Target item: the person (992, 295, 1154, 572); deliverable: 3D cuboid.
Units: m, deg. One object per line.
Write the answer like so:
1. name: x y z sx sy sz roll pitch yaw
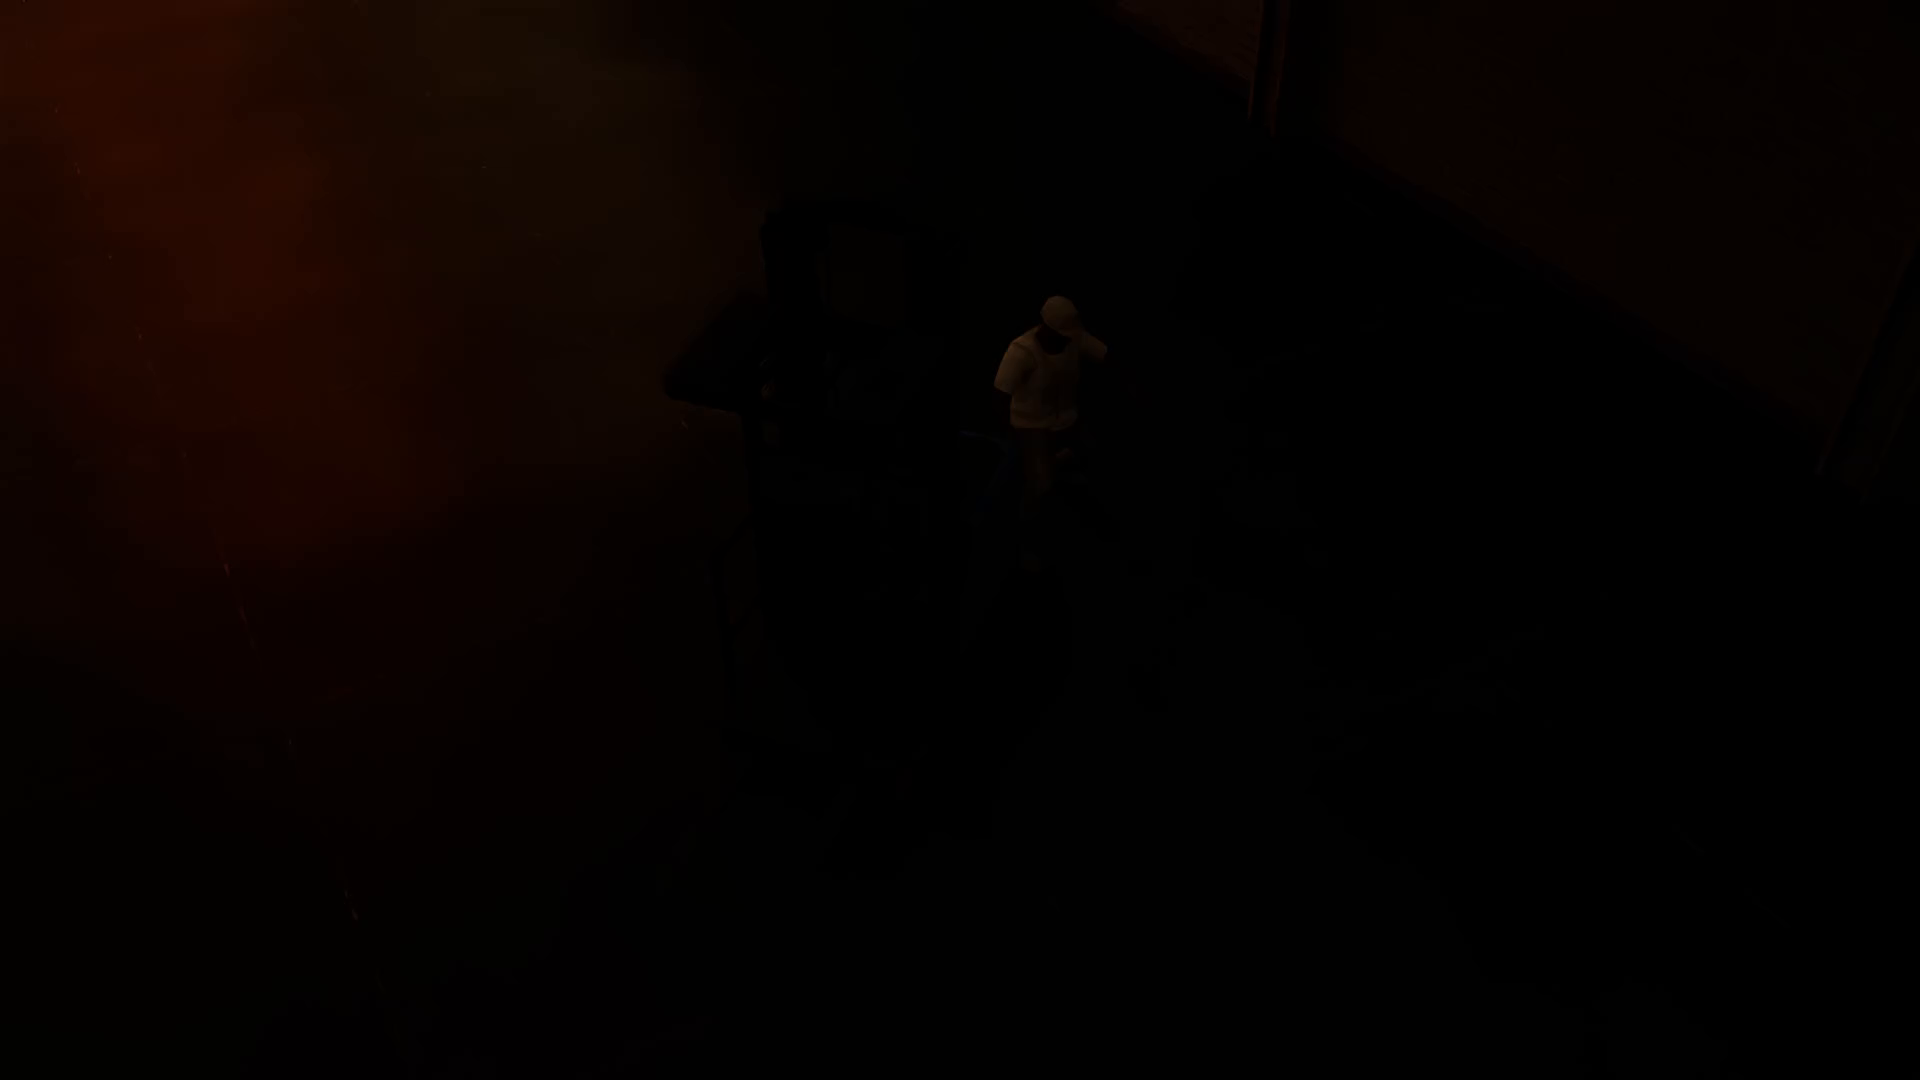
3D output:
1. person: 0.617 -0.745 10.010 1.036 1.621 0.863 -23 45 -25

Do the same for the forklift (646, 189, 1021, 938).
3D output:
1. forklift: -0.645 -0.080 8.133 1.130 2.935 3.031 14 42 16
